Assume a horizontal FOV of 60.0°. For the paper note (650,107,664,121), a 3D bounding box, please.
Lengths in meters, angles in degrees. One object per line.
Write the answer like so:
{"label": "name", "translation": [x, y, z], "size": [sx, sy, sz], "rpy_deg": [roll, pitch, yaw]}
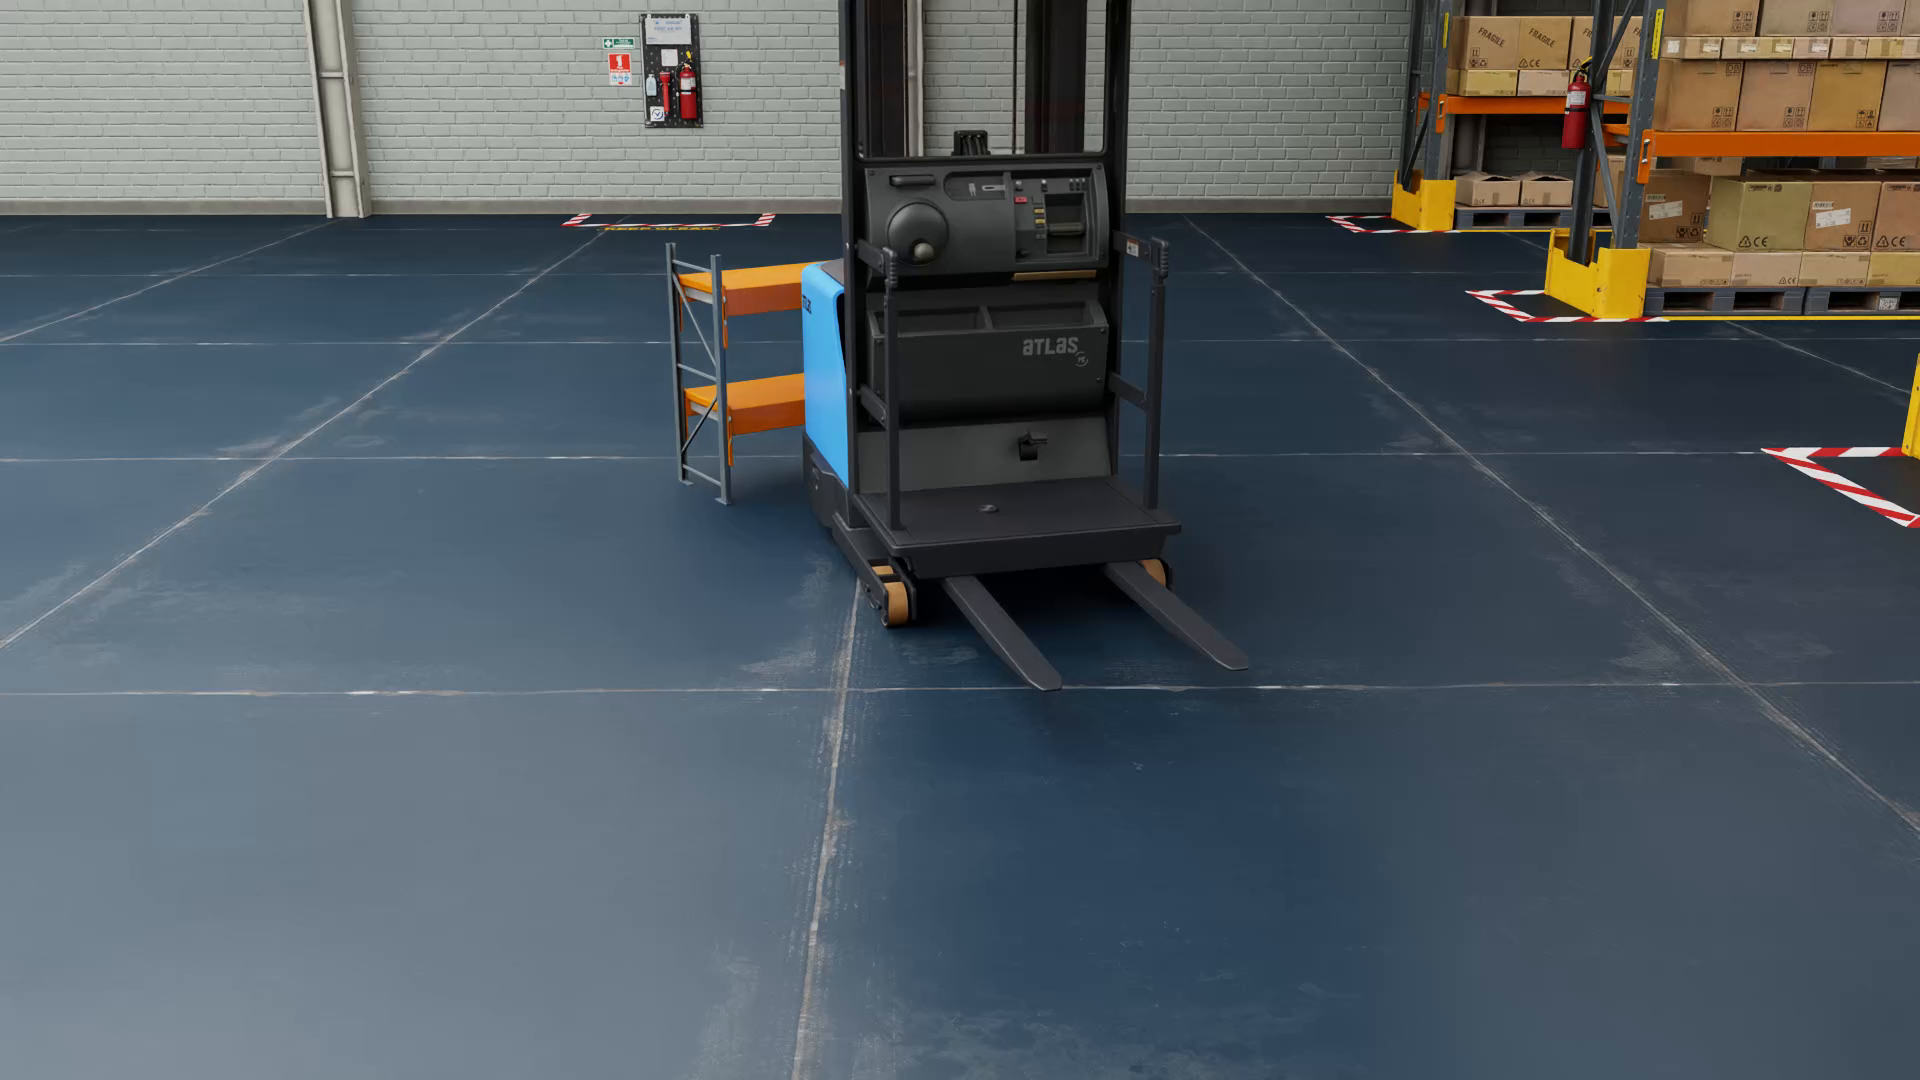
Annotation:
{"label": "paper note", "translation": [-3.239, -4.561, 17.797], "size": [0.142, 0.148, 0.016], "rpy_deg": [0, 18, -1]}

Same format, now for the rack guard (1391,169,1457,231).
{"label": "rack guard", "translation": [4.799, -3.532, 17.239], "size": [0.348, 0.500, 1.175], "rpy_deg": [0, 18, -1]}

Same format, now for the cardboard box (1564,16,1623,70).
{"label": "cardboard box", "translation": [6.217, -4.927, 16.482], "size": [0.500, 0.500, 0.500], "rpy_deg": [-1, 18, -3]}

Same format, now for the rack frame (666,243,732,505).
{"label": "rack frame", "translation": [-1.189, -0.758, 7.569], "size": [0.032, 1.125, 0.500], "rpy_deg": [-12, 21, -33]}

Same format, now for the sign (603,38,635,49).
{"label": "sign", "translation": [-3.611, -5.256, 17.594], "size": [0.331, 0.109, 0.001], "rpy_deg": [0, 18, -1]}

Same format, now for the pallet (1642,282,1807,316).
{"label": "pallet", "translation": [5.569, -1.898, 12.617], "size": [1.213, 0.211, 1.003], "rpy_deg": [0, 18, -1]}

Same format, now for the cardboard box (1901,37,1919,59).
{"label": "cardboard box", "translation": [6.738, -3.509, 11.848], "size": [0.250, 0.149, 0.380], "rpy_deg": [0, 18, 0]}

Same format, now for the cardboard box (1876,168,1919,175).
{"label": "cardboard box", "translation": [7.336, -2.564, 12.717], "size": [0.500, 0.500, 0.500], "rpy_deg": [0, 18, -1]}

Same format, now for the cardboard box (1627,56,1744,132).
{"label": "cardboard box", "translation": [5.272, -3.255, 12.119], "size": [0.500, 0.500, 0.700], "rpy_deg": [0, 18, -1]}

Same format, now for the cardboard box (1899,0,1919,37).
{"label": "cardboard box", "translation": [6.856, -3.882, 11.951], "size": [0.500, 0.500, 0.700], "rpy_deg": [0, 18, -1]}

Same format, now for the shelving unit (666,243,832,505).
{"label": "shelving unit", "translation": [-0.770, -0.846, 7.843], "size": [1.048, 1.125, 0.538], "rpy_deg": [-12, 21, -33]}

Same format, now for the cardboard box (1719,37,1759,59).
{"label": "cardboard box", "translation": [5.465, -3.503, 11.833], "size": [0.250, 0.149, 0.380], "rpy_deg": [-1, 18, -2]}

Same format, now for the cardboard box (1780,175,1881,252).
{"label": "cardboard box", "translation": [6.345, -2.400, 12.206], "size": [0.500, 0.500, 0.500], "rpy_deg": [0, 18, -1]}

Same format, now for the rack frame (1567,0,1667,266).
{"label": "rack frame", "translation": [4.805, -3.209, 12.140], "size": [0.127, 3.000, 1.000], "rpy_deg": [0, 18, -1]}

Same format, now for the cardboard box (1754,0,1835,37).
{"label": "cardboard box", "translation": [5.851, -3.877, 11.935], "size": [0.500, 0.500, 0.700], "rpy_deg": [-1, 18, -2]}

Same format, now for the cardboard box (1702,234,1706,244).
{"label": "cardboard box", "translation": [5.837, -2.198, 12.804], "size": [0.500, 0.250, 0.500], "rpy_deg": [0, 18, -1]}

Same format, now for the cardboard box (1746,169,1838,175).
{"label": "cardboard box", "translation": [6.336, -2.559, 12.701], "size": [0.500, 0.500, 0.500], "rpy_deg": [0, 18, -1]}

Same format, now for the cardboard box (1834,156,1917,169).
{"label": "cardboard box", "translation": [9.459, -3.769, 17.258], "size": [0.500, 0.500, 0.700], "rpy_deg": [0, 18, 1]}

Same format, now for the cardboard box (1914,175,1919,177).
{"label": "cardboard box", "translation": [7.345, -2.404, 12.218], "size": [0.500, 0.500, 0.500], "rpy_deg": [0, 18, -1]}

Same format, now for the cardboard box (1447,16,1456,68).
{"label": "cardboard box", "translation": [5.191, -5.084, 16.971], "size": [0.500, 0.500, 0.500], "rpy_deg": [0, 18, -1]}

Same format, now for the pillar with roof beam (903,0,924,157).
{"label": "pillar with roof beam", "translation": [-0.522, -6.502, 12.585], "size": [0.400, 9.000, 9.100], "rpy_deg": [0, 18, -1]}

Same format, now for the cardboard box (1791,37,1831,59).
{"label": "cardboard box", "translation": [5.967, -3.505, 11.837], "size": [0.250, 0.149, 0.380], "rpy_deg": [-1, 18, -2]}

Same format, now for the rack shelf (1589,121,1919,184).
{"label": "rack shelf", "translation": [6.805, -2.876, 12.280], "size": [4.000, 0.370, 1.077], "rpy_deg": [0, 18, -1]}

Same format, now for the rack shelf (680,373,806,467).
{"label": "rack shelf", "translation": [-0.770, -0.613, 7.918], "size": [1.000, 0.278, 0.538], "rpy_deg": [-12, 21, -33]}

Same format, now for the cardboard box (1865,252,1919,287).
{"label": "cardboard box", "translation": [6.845, -2.041, 12.313], "size": [0.500, 0.250, 0.500], "rpy_deg": [0, 18, -1]}

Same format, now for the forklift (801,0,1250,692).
{"label": "forklift", "translation": [0.166, -1.211, 6.024], "size": [1.130, 2.935, 3.031], "rpy_deg": [-5, 18, -15]}

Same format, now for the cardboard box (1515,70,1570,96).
{"label": "cardboard box", "translation": [5.735, -4.572, 16.602], "size": [0.500, 0.250, 0.500], "rpy_deg": [-1, 18, -3]}

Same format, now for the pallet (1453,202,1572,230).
{"label": "pallet", "translation": [5.612, -3.387, 17.262], "size": [1.213, 0.211, 1.003], "rpy_deg": [0, 18, -1]}

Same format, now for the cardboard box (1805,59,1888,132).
{"label": "cardboard box", "translation": [6.294, -3.259, 12.134], "size": [0.500, 0.500, 0.700], "rpy_deg": [0, 18, 0]}

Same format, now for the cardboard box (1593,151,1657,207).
{"label": "cardboard box", "translation": [6.721, -3.708, 17.067], "size": [0.500, 0.500, 0.700], "rpy_deg": [-1, 18, -4]}

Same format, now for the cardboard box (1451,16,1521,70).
{"label": "cardboard box", "translation": [5.205, -4.927, 16.482], "size": [0.500, 0.500, 0.500], "rpy_deg": [0, 18, -1]}

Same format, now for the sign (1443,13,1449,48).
{"label": "sign", "translation": [4.732, -4.968, 16.207], "size": [0.005, 0.325, 0.100], "rpy_deg": [0, 18, -1]}

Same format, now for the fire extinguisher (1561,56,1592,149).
{"label": "fire extinguisher", "translation": [4.680, -3.313, 12.592], "size": [0.183, 0.674, 0.296], "rpy_deg": [0, 18, -1]}

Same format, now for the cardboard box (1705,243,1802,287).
{"label": "cardboard box", "translation": [5.845, -2.038, 12.303], "size": [0.500, 0.250, 0.500], "rpy_deg": [0, 18, -1]}

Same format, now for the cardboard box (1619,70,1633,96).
{"label": "cardboard box", "translation": [6.750, -4.574, 16.610], "size": [0.500, 0.250, 0.500], "rpy_deg": [0, 18, 0]}

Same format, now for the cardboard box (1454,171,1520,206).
{"label": "cardboard box", "translation": [5.417, -3.627, 17.124], "size": [0.500, 0.311, 0.500], "rpy_deg": [-2, 18, -7]}

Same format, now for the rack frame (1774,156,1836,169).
{"label": "rack frame", "translation": [8.723, -4.741, 16.916], "size": [0.127, 3.000, 1.000], "rpy_deg": [0, 18, -1]}
